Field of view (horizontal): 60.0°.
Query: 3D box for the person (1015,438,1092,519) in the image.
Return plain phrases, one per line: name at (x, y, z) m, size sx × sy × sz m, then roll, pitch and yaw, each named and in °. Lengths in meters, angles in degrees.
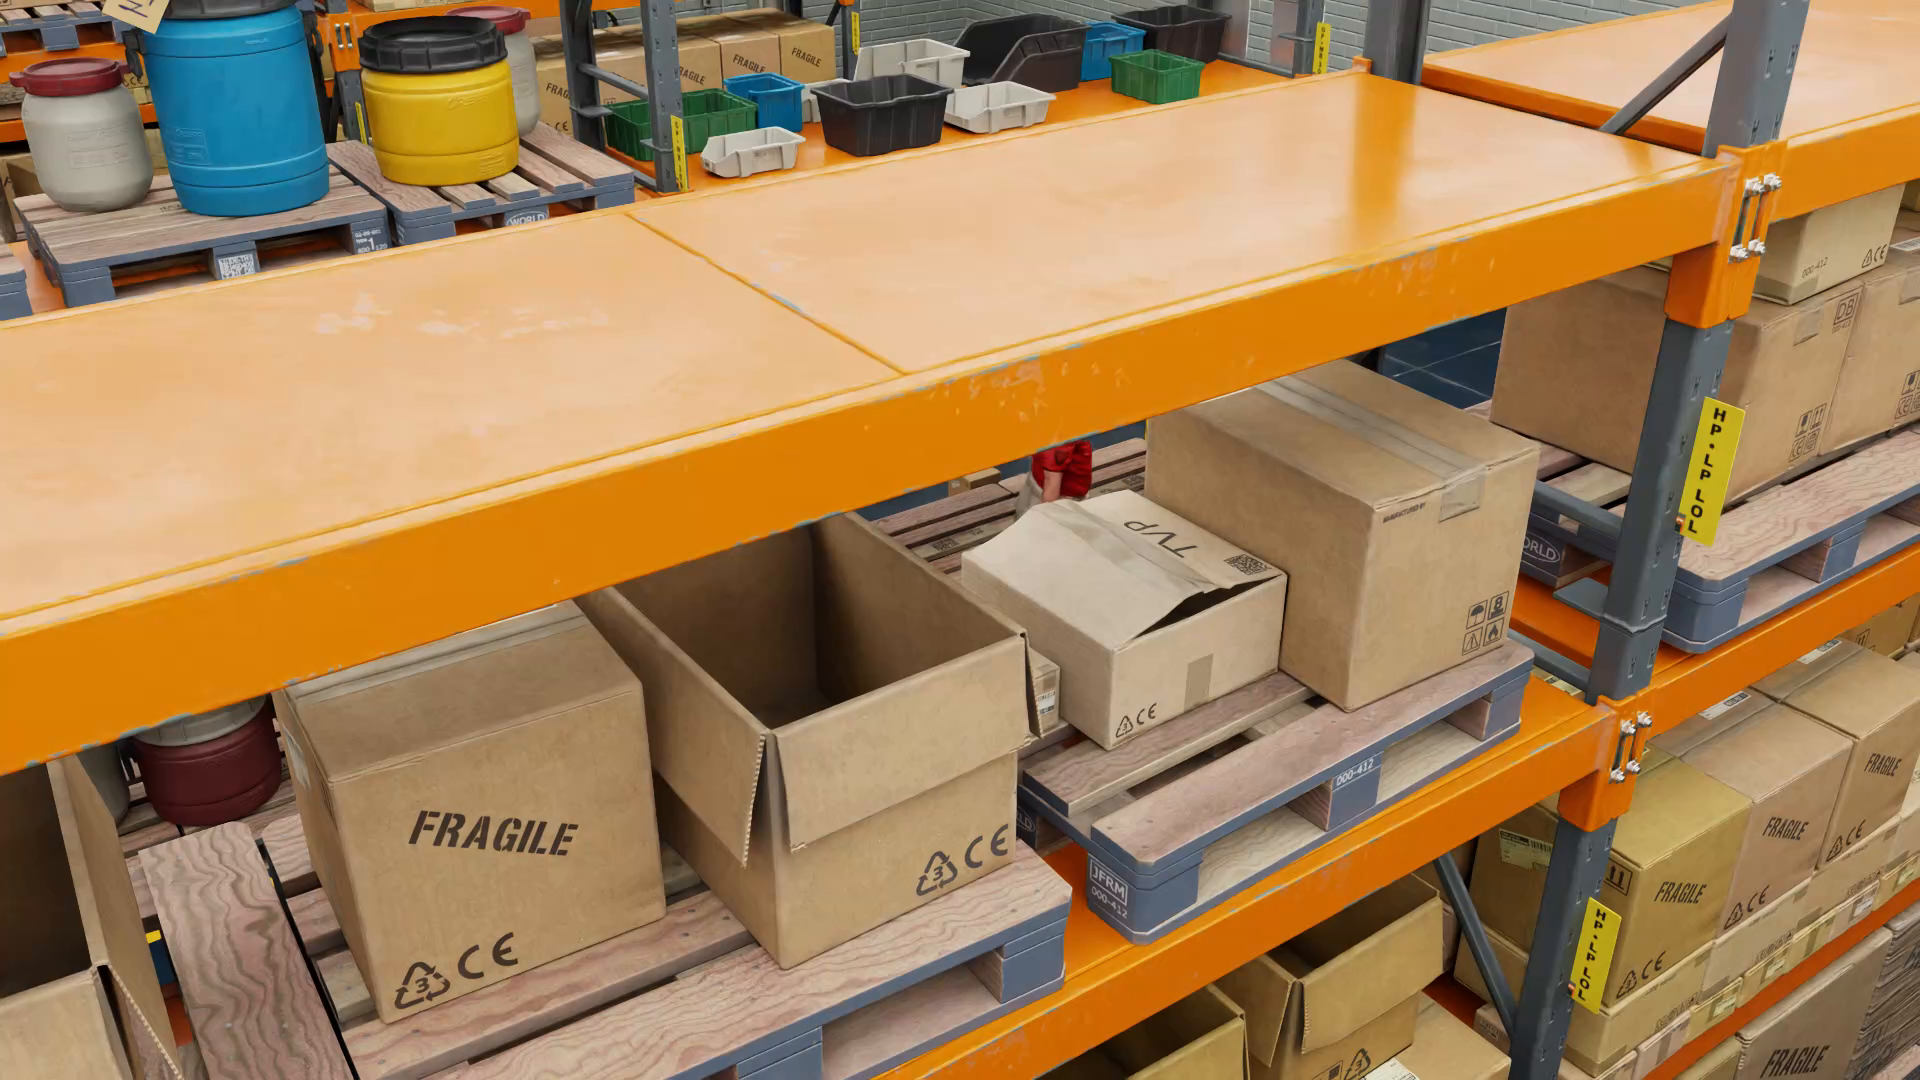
person at (0.475, -0.149, 8.944) m, size 0.467 × 1.714 × 0.584 m, roll -7°, pitch 29°, yaw -13°
